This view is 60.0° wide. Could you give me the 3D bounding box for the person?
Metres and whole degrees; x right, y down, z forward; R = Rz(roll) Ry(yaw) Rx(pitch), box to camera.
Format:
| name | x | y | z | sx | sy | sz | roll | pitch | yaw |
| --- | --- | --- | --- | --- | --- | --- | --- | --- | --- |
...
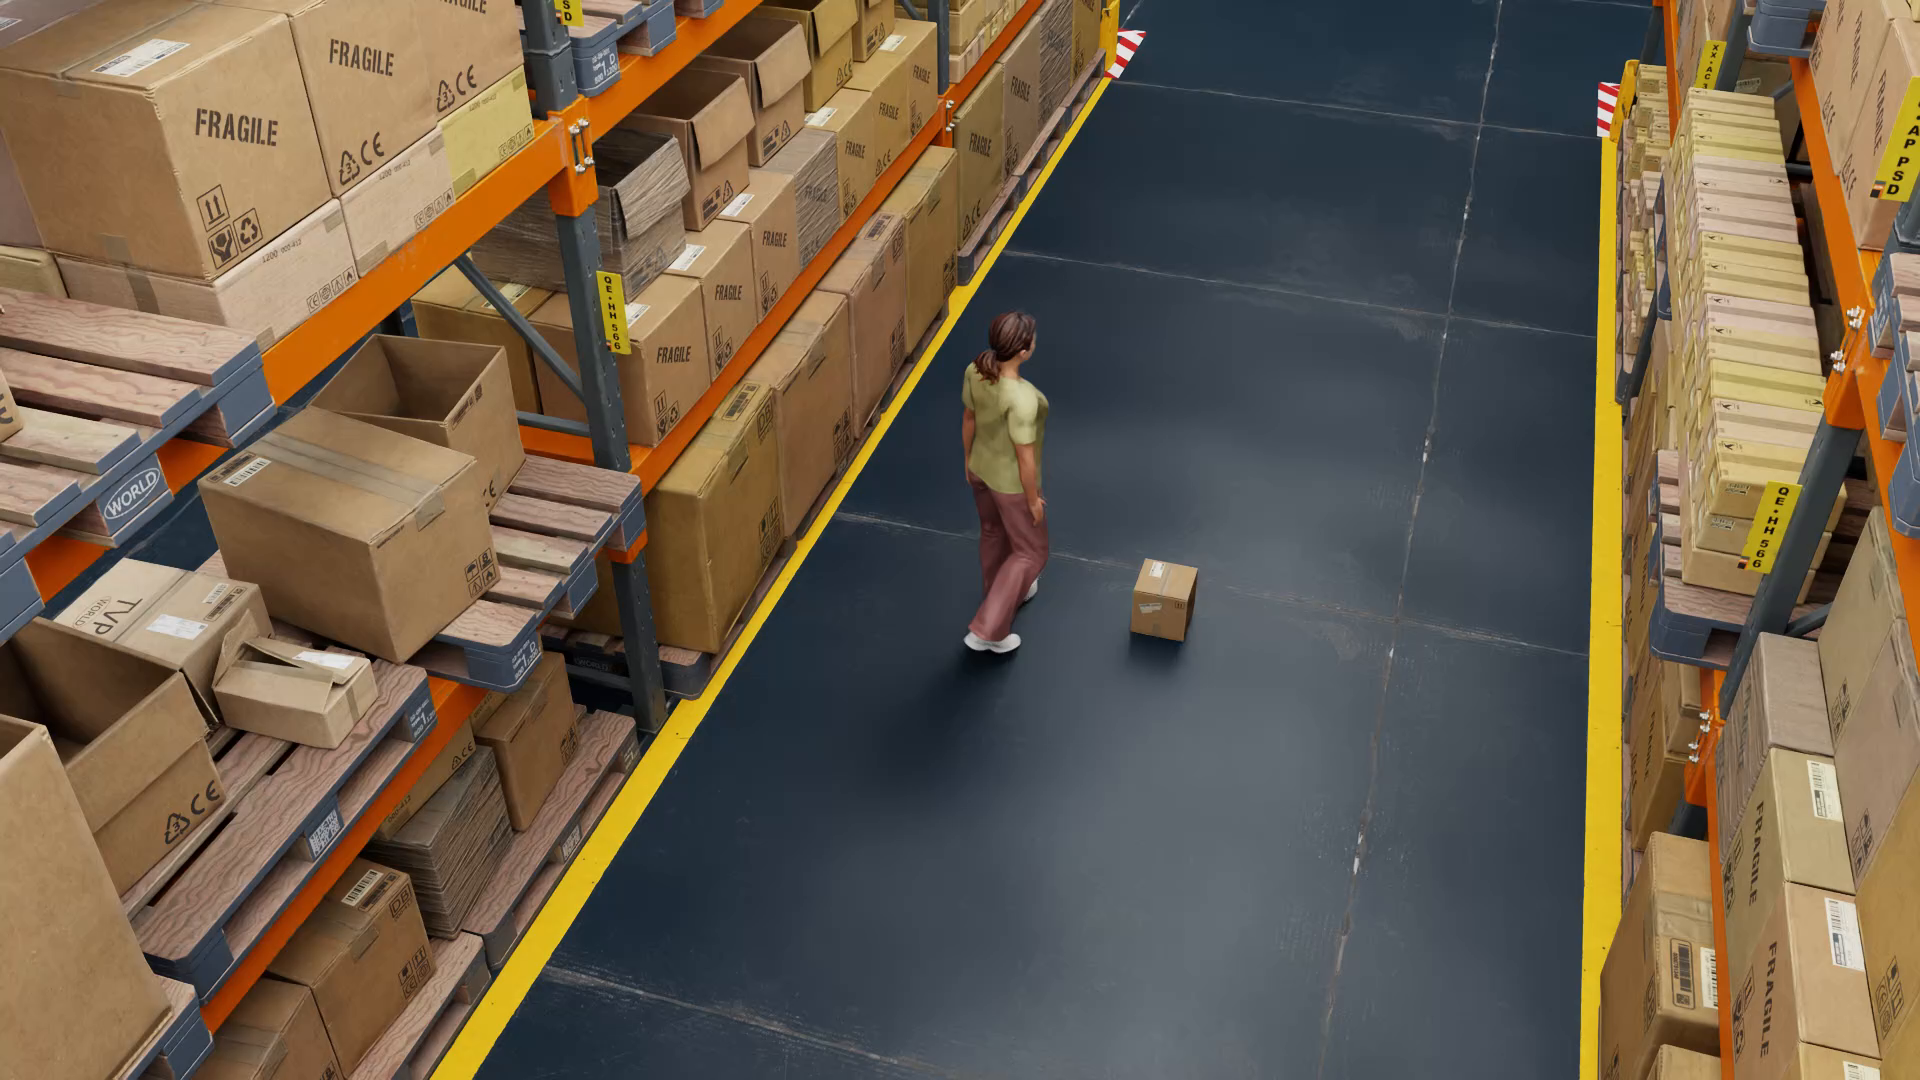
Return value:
| name | x | y | z | sx | sy | sz | roll | pitch | yaw |
| --- | --- | --- | --- | --- | --- | --- | --- | --- | --- |
| person | 0.269 | -0.330 | 7.319 | 0.468 | 1.669 | 0.545 | 25 | 44 | 29 |
